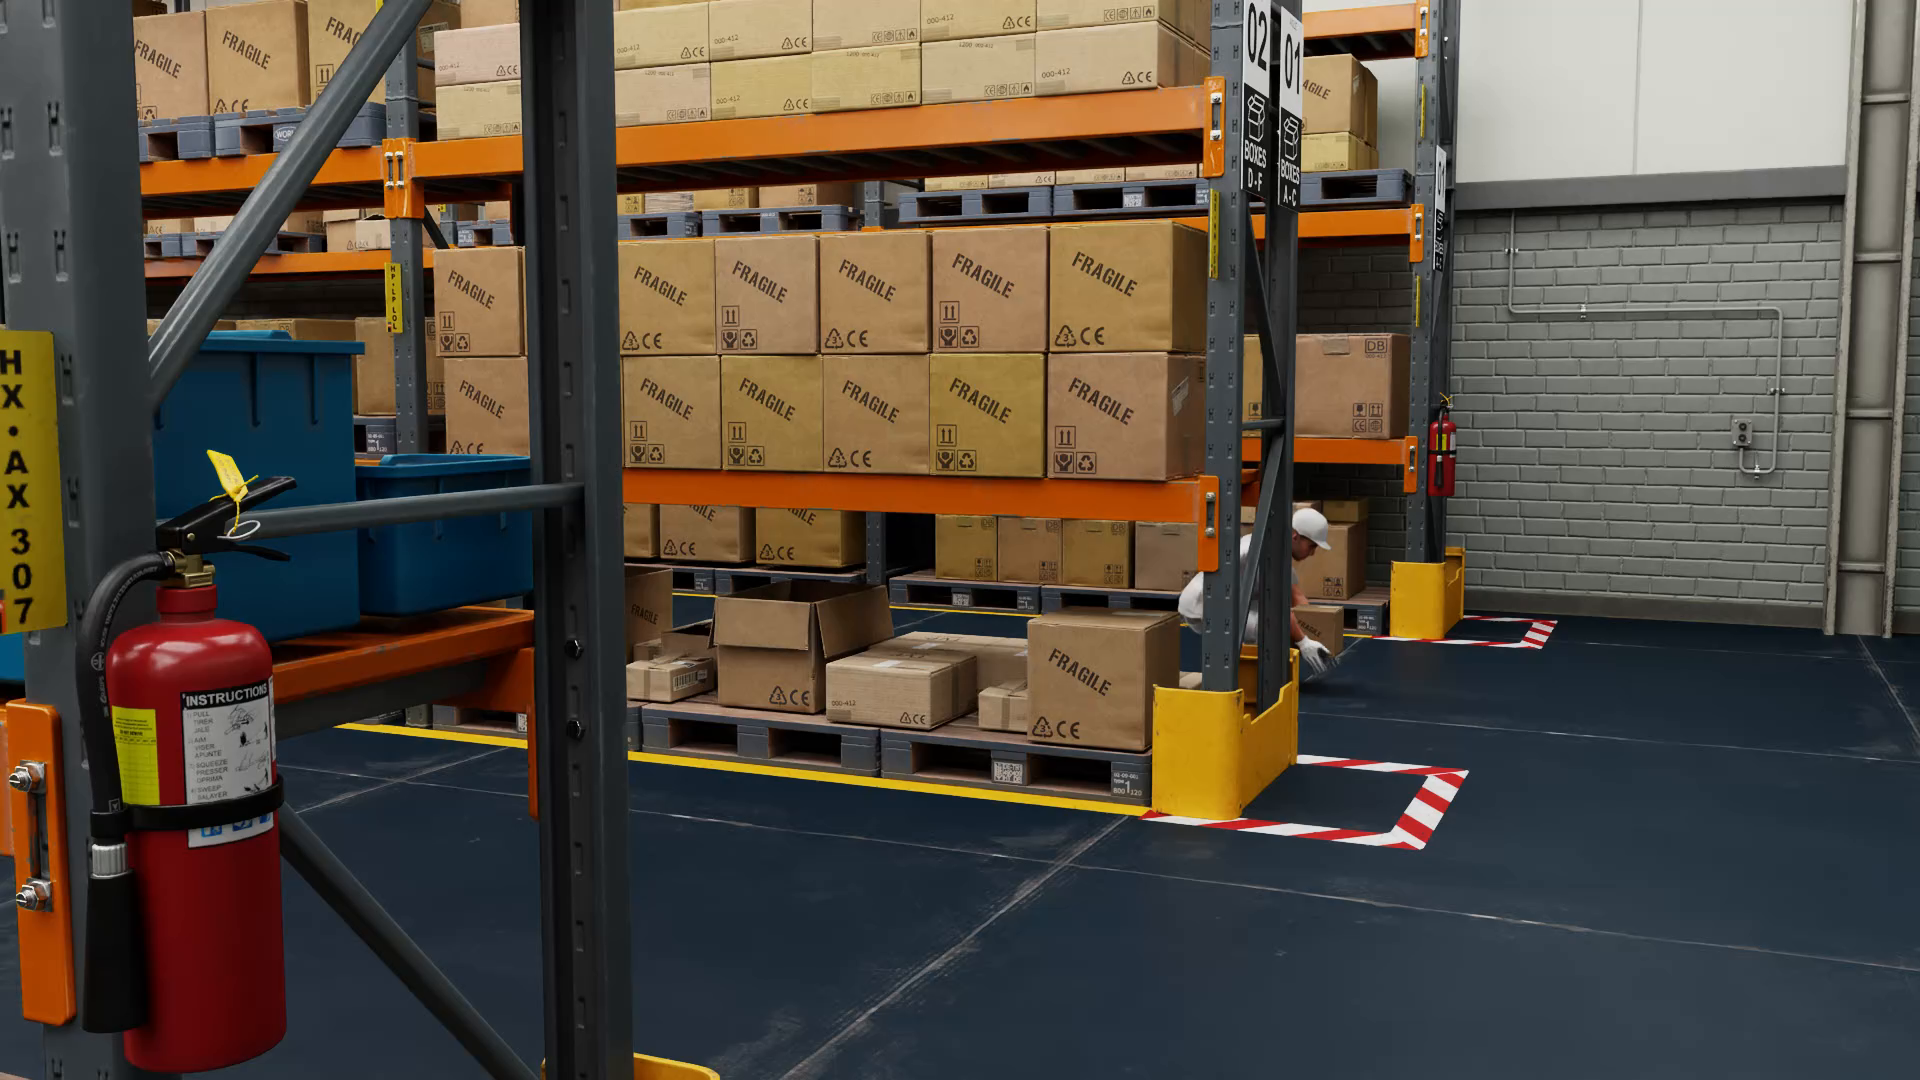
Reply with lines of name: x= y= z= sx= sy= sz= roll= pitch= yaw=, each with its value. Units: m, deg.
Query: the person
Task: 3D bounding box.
person: x=1.663 y=0.318 z=9.242 sx=0.871 sy=0.996 sz=0.554 roll=2 pitch=6 yaw=23
